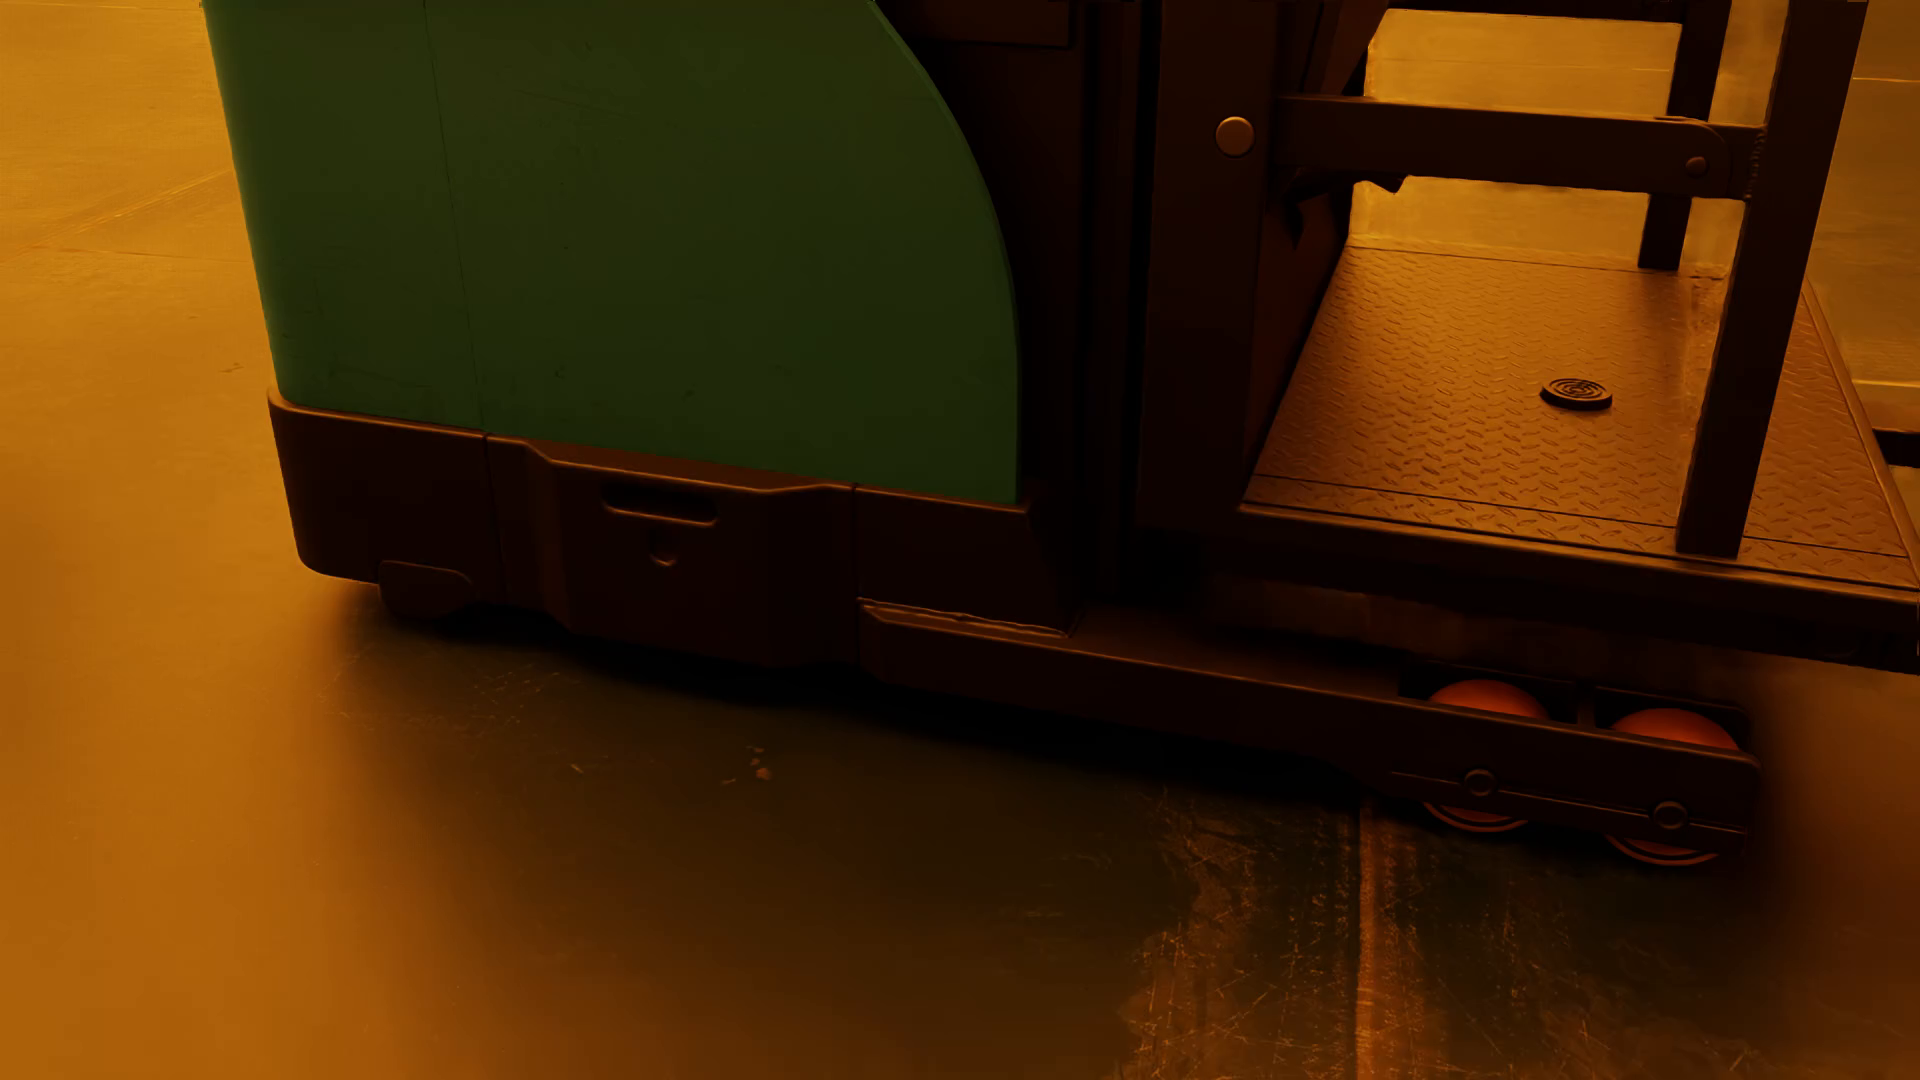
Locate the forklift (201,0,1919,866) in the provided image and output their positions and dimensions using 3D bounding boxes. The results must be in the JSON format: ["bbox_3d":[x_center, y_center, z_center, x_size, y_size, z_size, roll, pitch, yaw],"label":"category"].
[{"bbox_3d":[0.652,-1.225,1.674,3.031,2.935,1.130,8,28,16],"label":"forklift"}]
